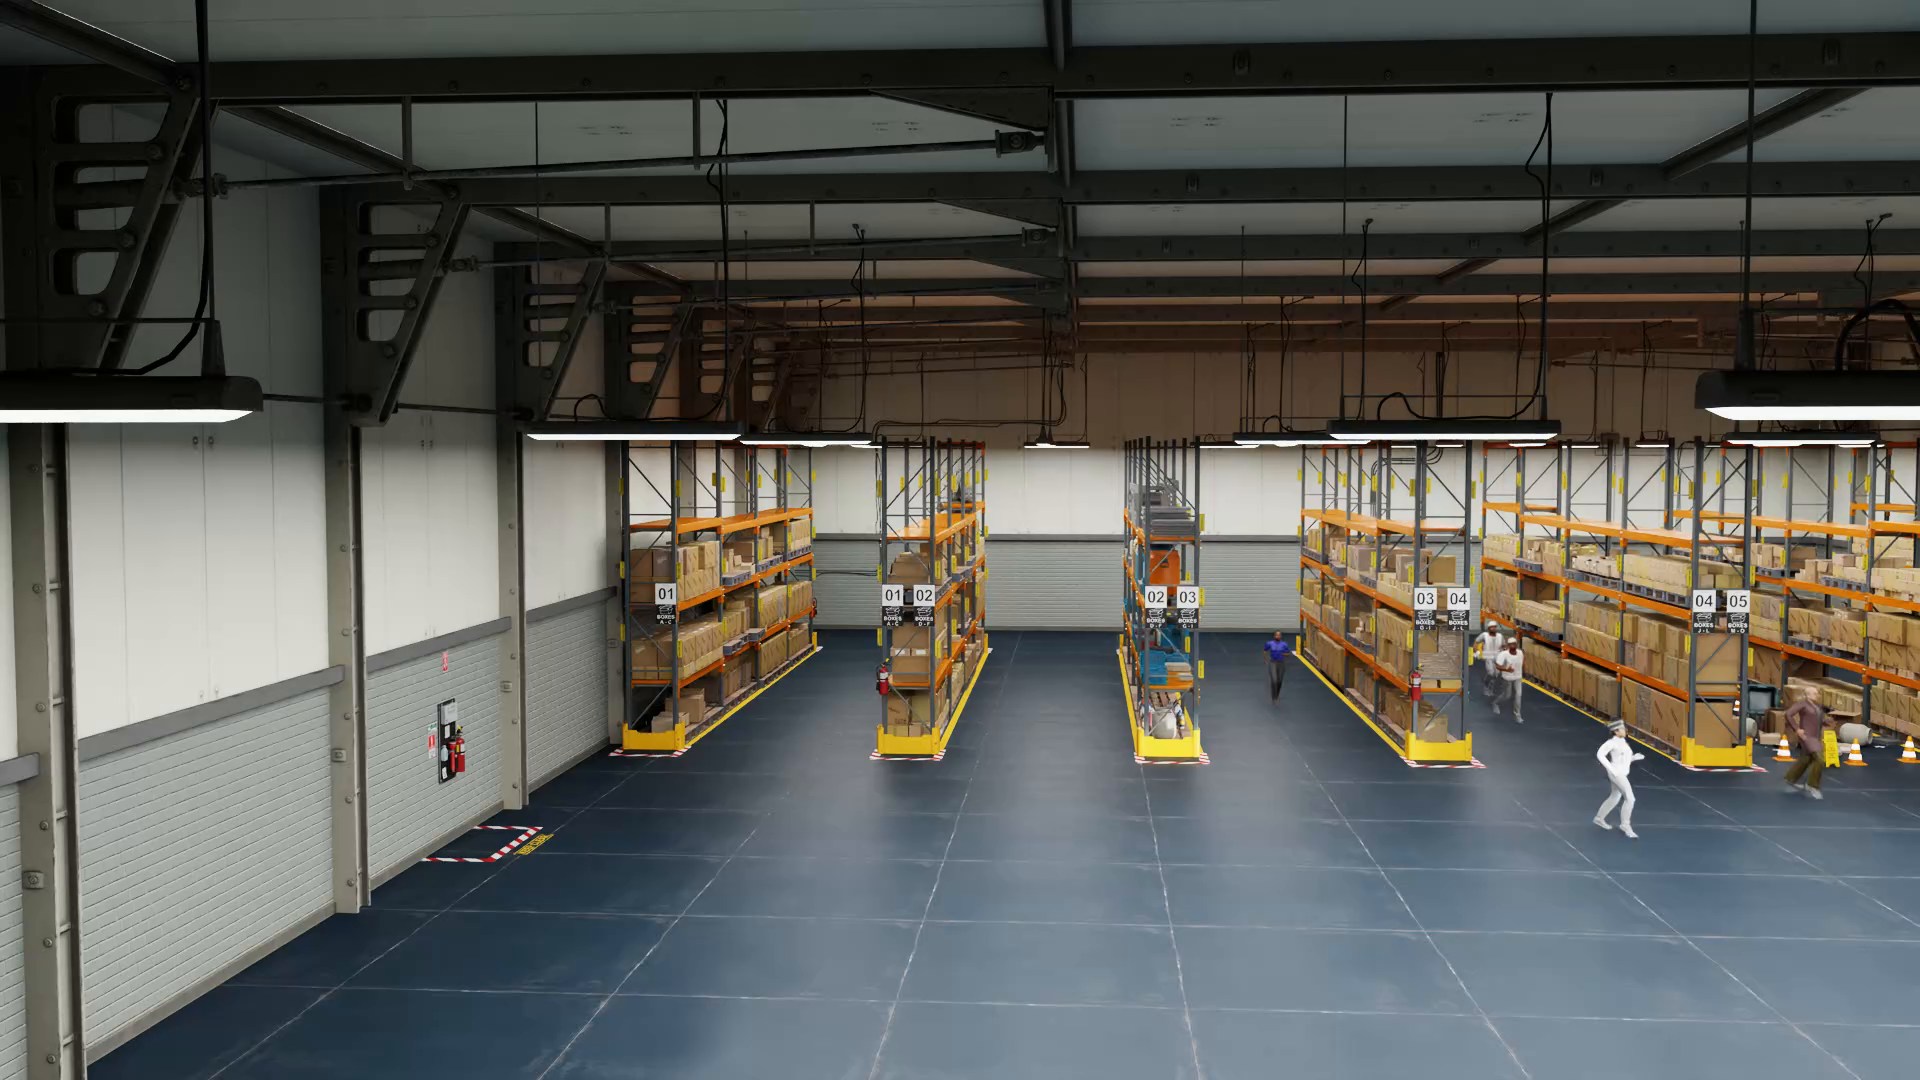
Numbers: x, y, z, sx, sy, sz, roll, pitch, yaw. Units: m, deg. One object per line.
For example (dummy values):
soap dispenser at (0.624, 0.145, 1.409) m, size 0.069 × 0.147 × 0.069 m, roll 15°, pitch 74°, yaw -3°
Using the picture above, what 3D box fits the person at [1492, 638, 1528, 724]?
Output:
person at (11.707, 2.949, 35.335) m, size 0.710 × 1.771 × 0.975 m, roll 0°, pitch 3°, yaw -7°

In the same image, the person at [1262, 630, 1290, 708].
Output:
person at (7.143, 2.883, 37.511) m, size 0.555 × 1.710 × 0.786 m, roll 0°, pitch 3°, yaw -4°

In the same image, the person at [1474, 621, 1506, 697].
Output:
person at (12.344, 2.768, 38.571) m, size 0.662 × 1.764 × 0.683 m, roll 0°, pitch 3°, yaw -6°

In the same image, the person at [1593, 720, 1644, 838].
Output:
person at (9.815, 3.549, 24.810) m, size 0.709 × 1.747 × 0.593 m, roll 2°, pitch 4°, yaw 33°

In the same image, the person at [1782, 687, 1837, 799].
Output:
person at (14.121, 3.362, 27.670) m, size 0.683 × 1.849 × 0.852 m, roll -3°, pitch 4°, yaw -40°
